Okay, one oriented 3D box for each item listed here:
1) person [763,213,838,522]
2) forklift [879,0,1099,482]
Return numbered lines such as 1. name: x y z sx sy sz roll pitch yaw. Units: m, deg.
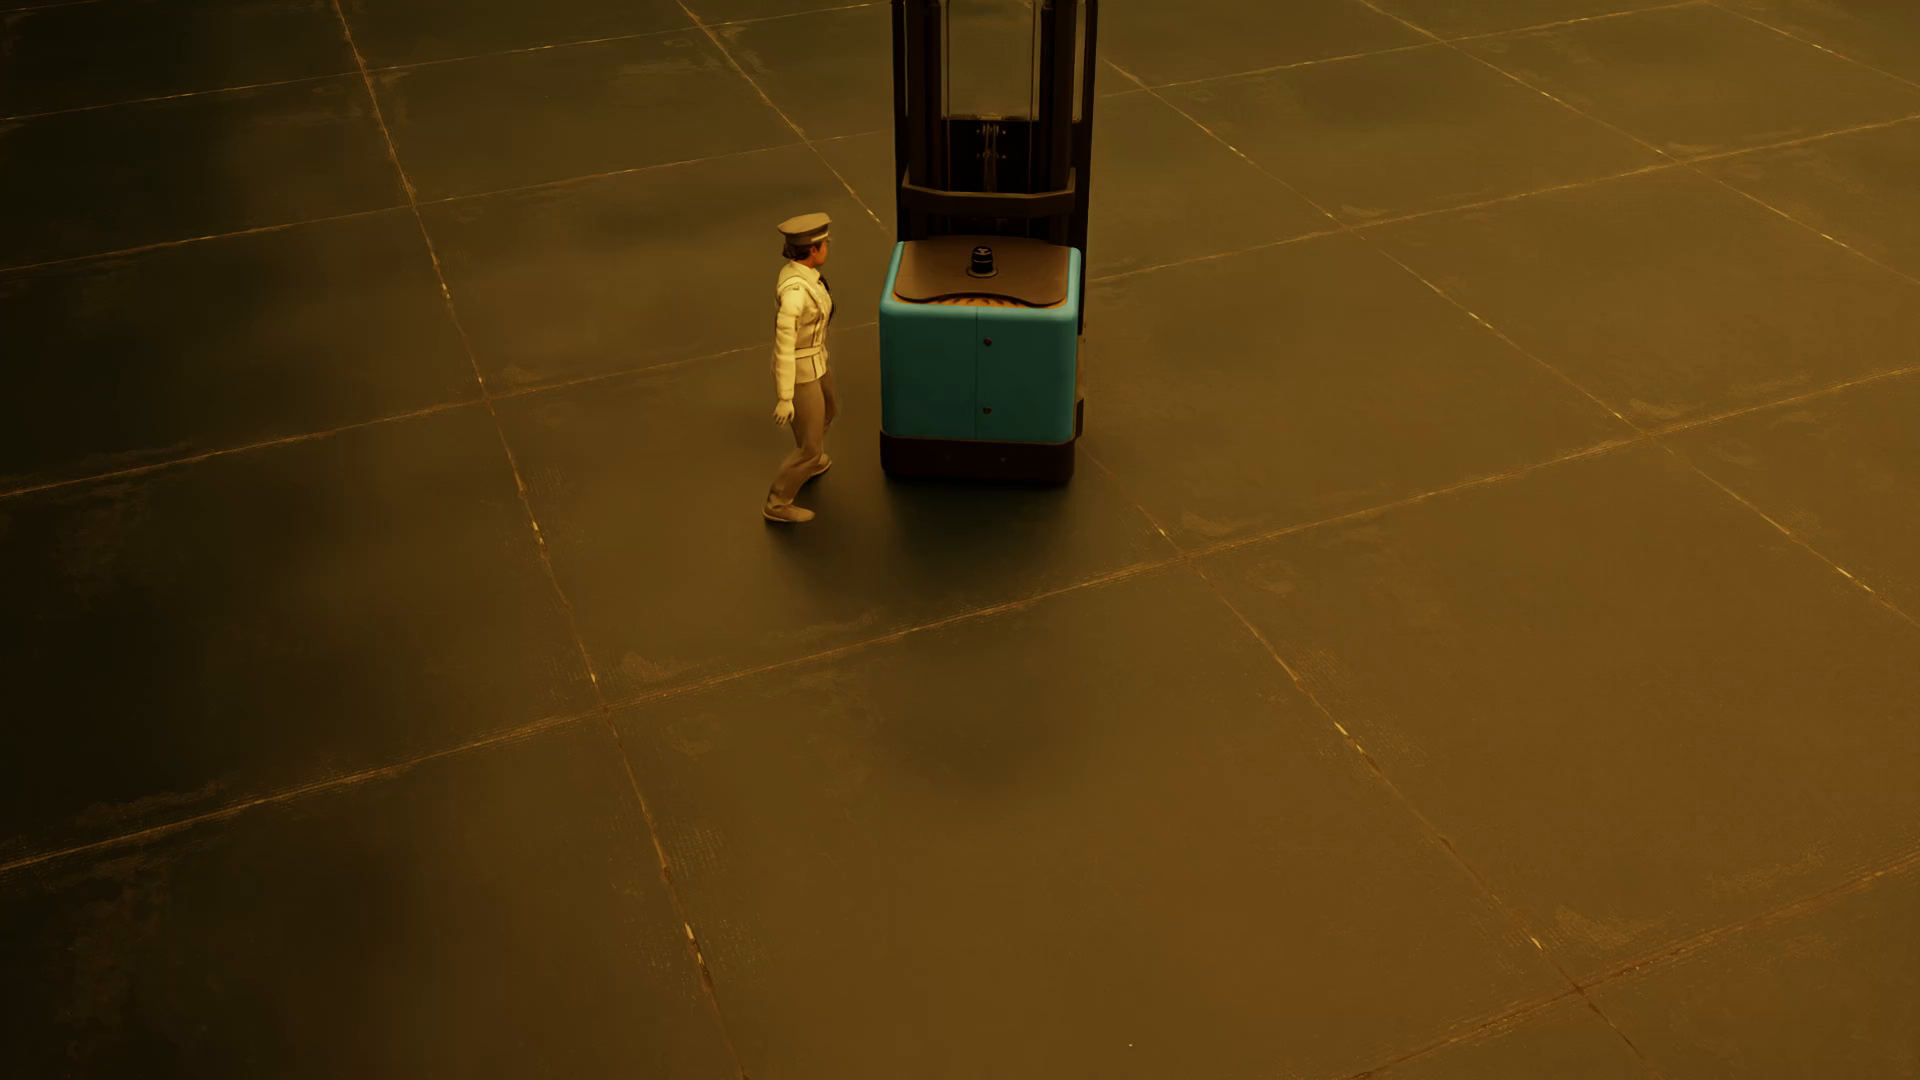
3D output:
1. person: -0.831 -0.844 8.461 0.422 1.636 0.810 0 35 0
2. forklift: 0.205 -2.342 9.392 1.130 2.935 3.031 3 36 4
